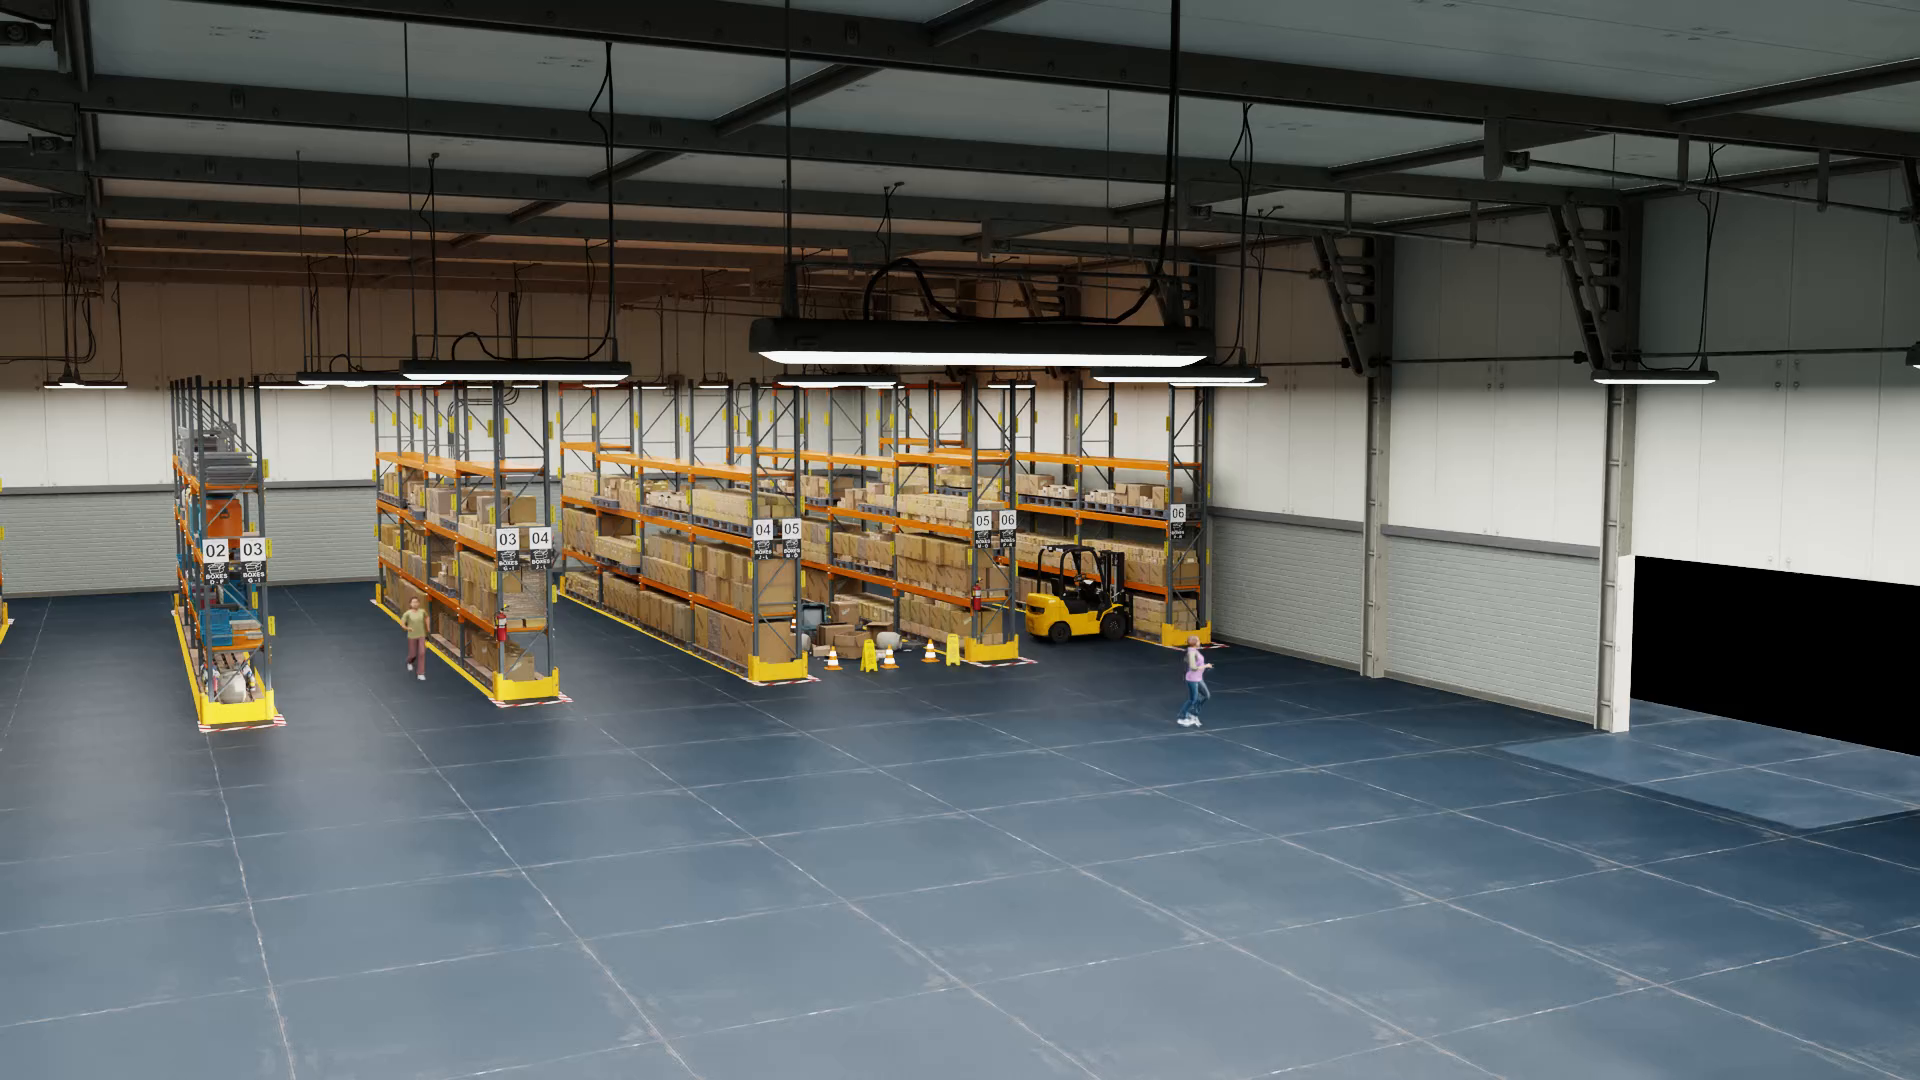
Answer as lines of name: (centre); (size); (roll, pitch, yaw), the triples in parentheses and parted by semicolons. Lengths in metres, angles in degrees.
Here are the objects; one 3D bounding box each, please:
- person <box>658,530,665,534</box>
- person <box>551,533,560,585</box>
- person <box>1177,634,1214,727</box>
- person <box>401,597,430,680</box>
person: (-8.661, 0.498, 50.175); (0.969, 1.628, 0.607); (-3, 6, -33)
person: (-12.014, 0.625, 48.374); (0.681, 1.668, 0.780); (-2, 5, -19)
person: (4.031, 2.417, 28.392); (0.625, 1.583, 0.515); (2, 5, 19)
person: (-10.848, 1.945, 33.211); (0.592, 1.633, 0.970); (-3, 6, -31)
